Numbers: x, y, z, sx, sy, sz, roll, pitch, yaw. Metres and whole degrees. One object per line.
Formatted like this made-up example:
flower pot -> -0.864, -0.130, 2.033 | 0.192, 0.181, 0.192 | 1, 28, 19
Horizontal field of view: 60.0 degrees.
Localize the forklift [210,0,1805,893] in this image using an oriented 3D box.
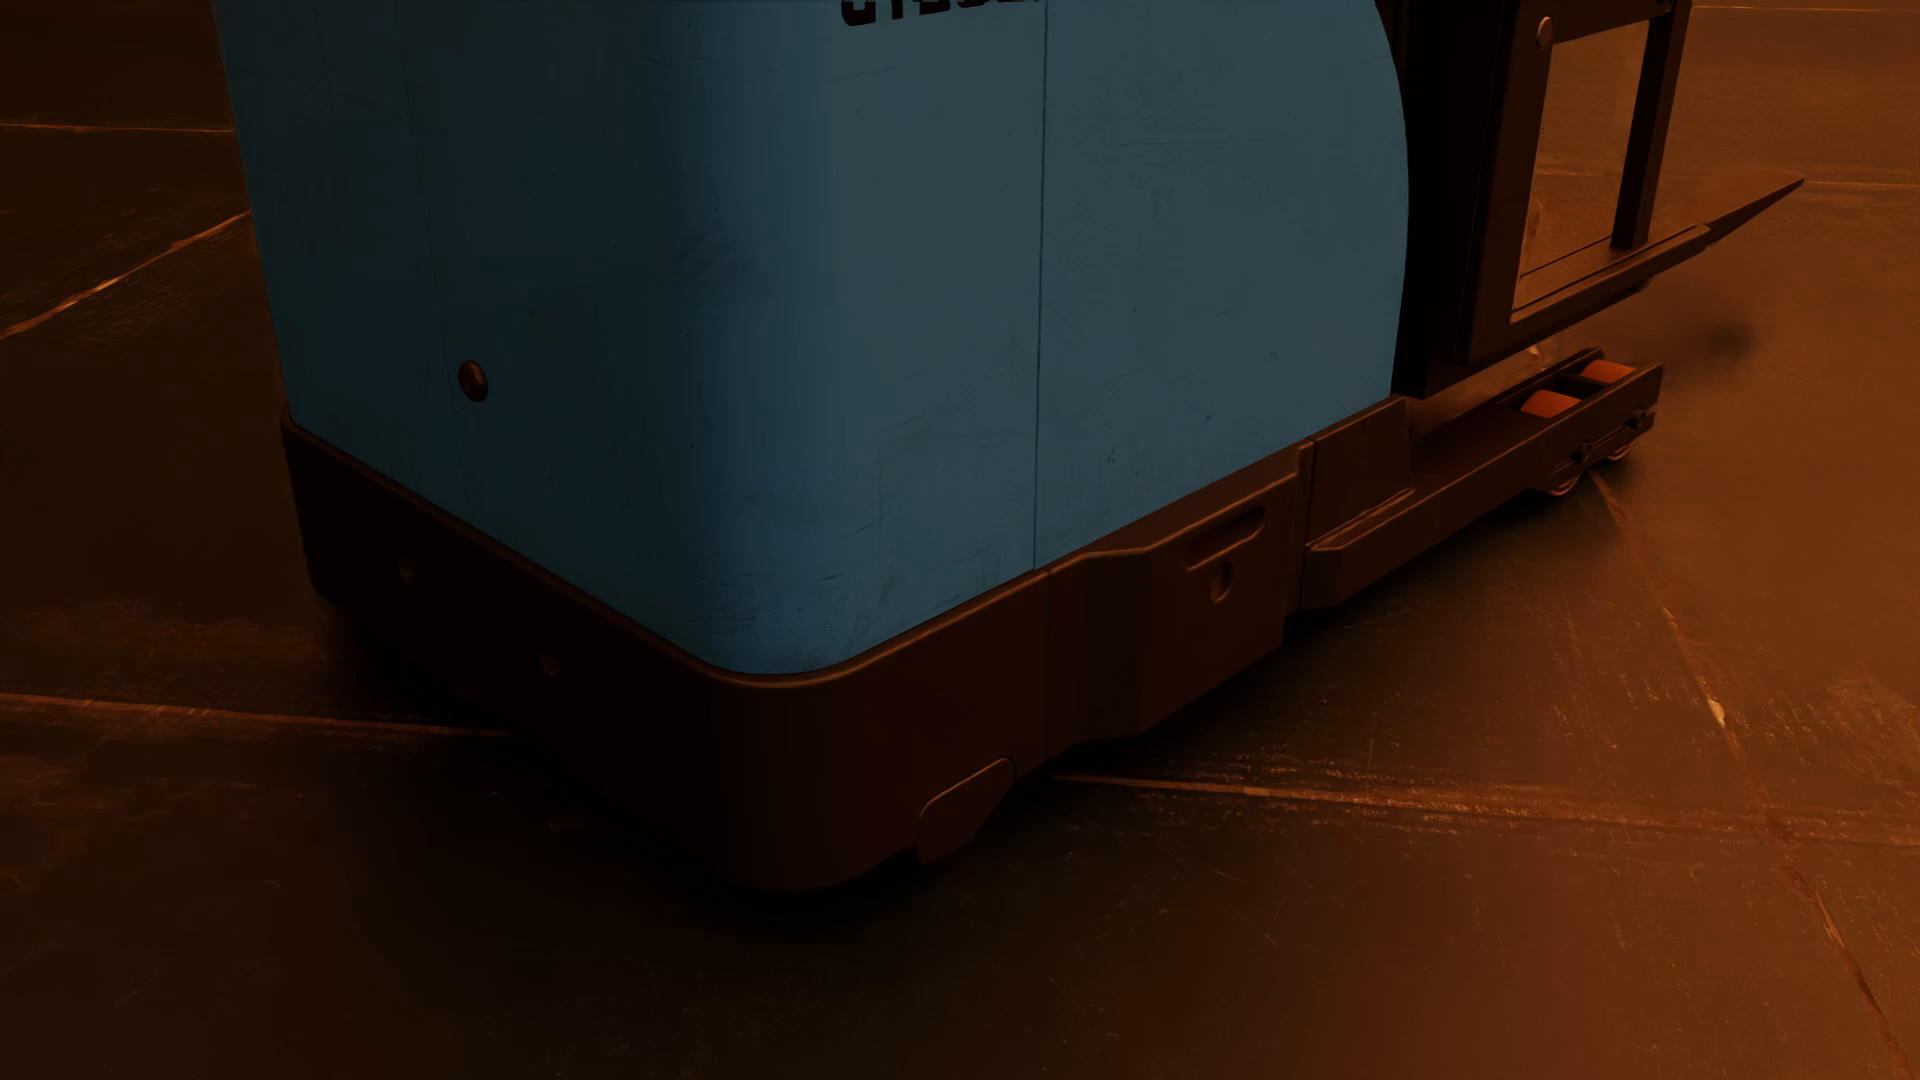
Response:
forklift -> 0.518, -1.524, 2.272 | 1.130, 2.935, 3.031 | 24, 35, 39
